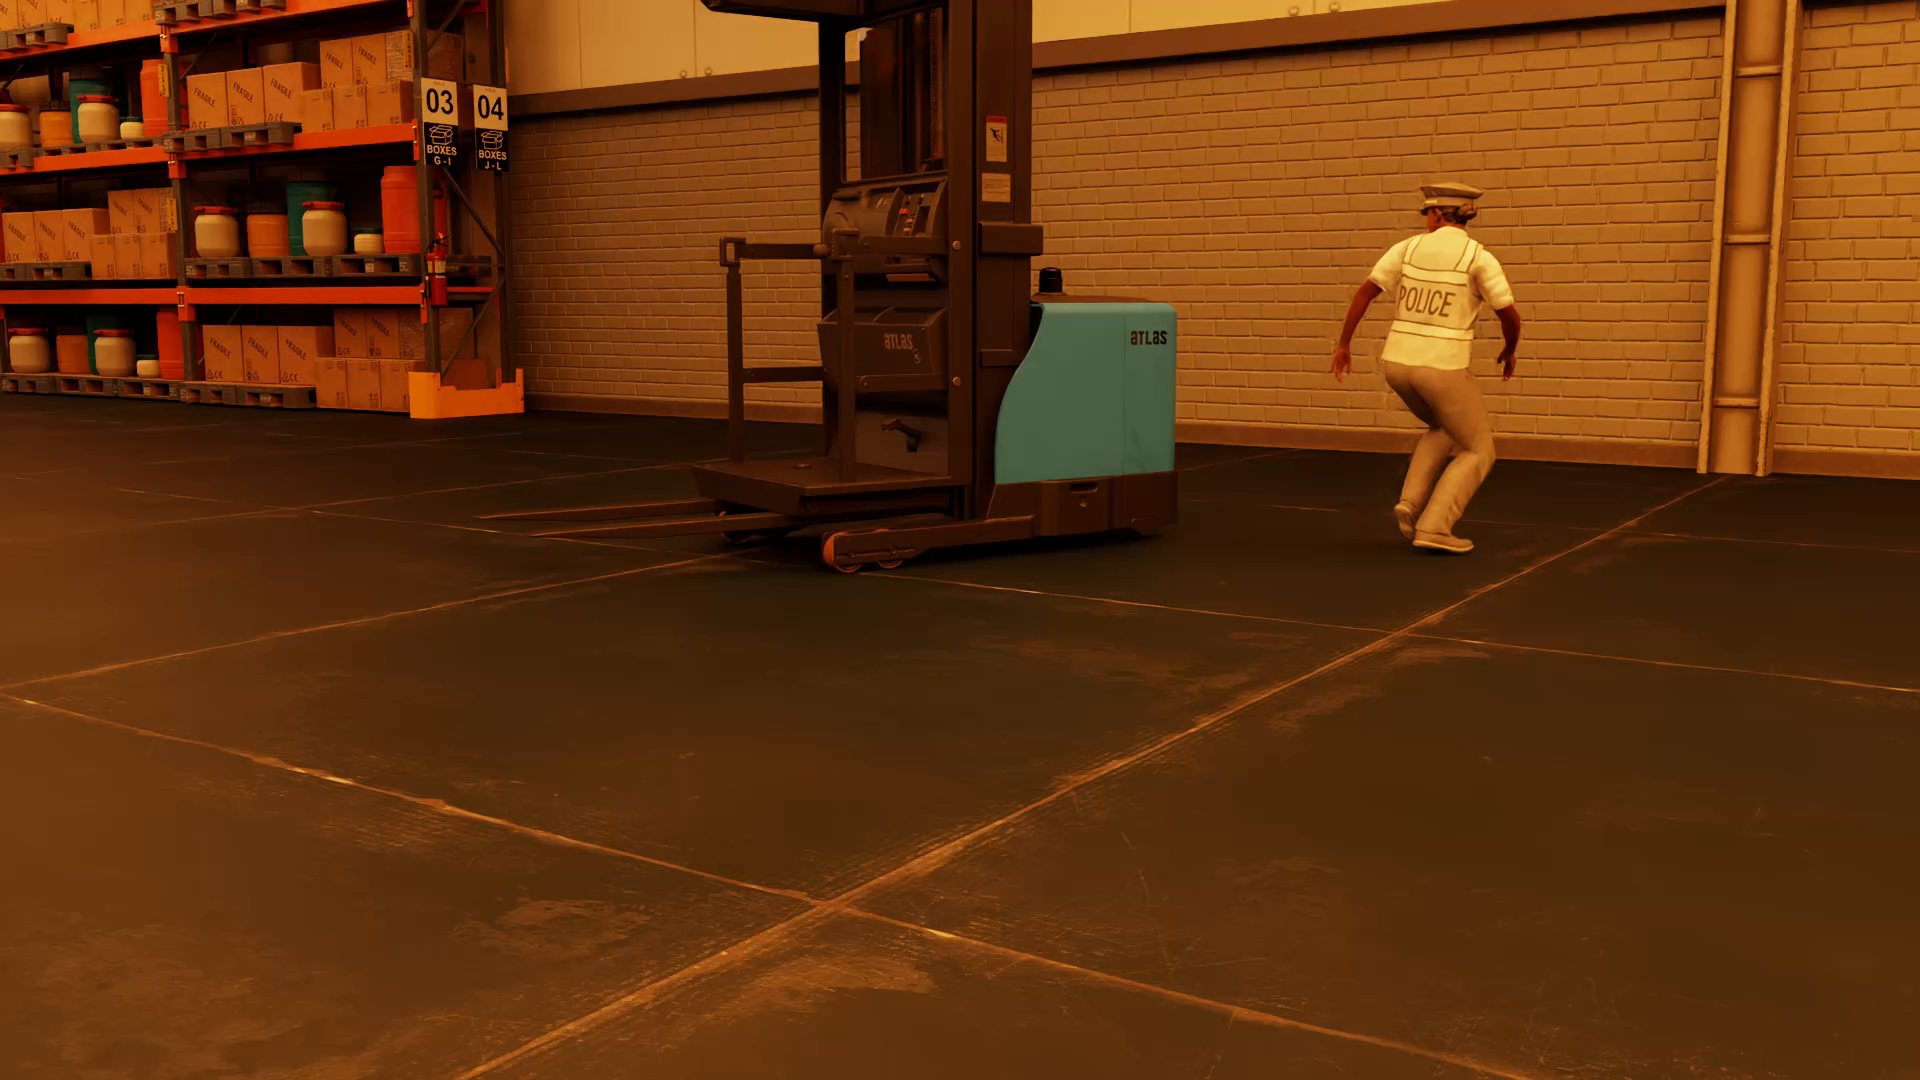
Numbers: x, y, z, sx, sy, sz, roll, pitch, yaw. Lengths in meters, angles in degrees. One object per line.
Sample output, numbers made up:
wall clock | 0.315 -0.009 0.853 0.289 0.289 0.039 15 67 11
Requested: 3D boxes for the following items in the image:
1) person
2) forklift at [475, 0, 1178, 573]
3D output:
person | 2.066 -0.728 7.203 0.681 1.614 0.633 -5 10 -33
forklift | -0.507 -1.403 7.061 3.031 2.935 1.130 -5 10 -33
